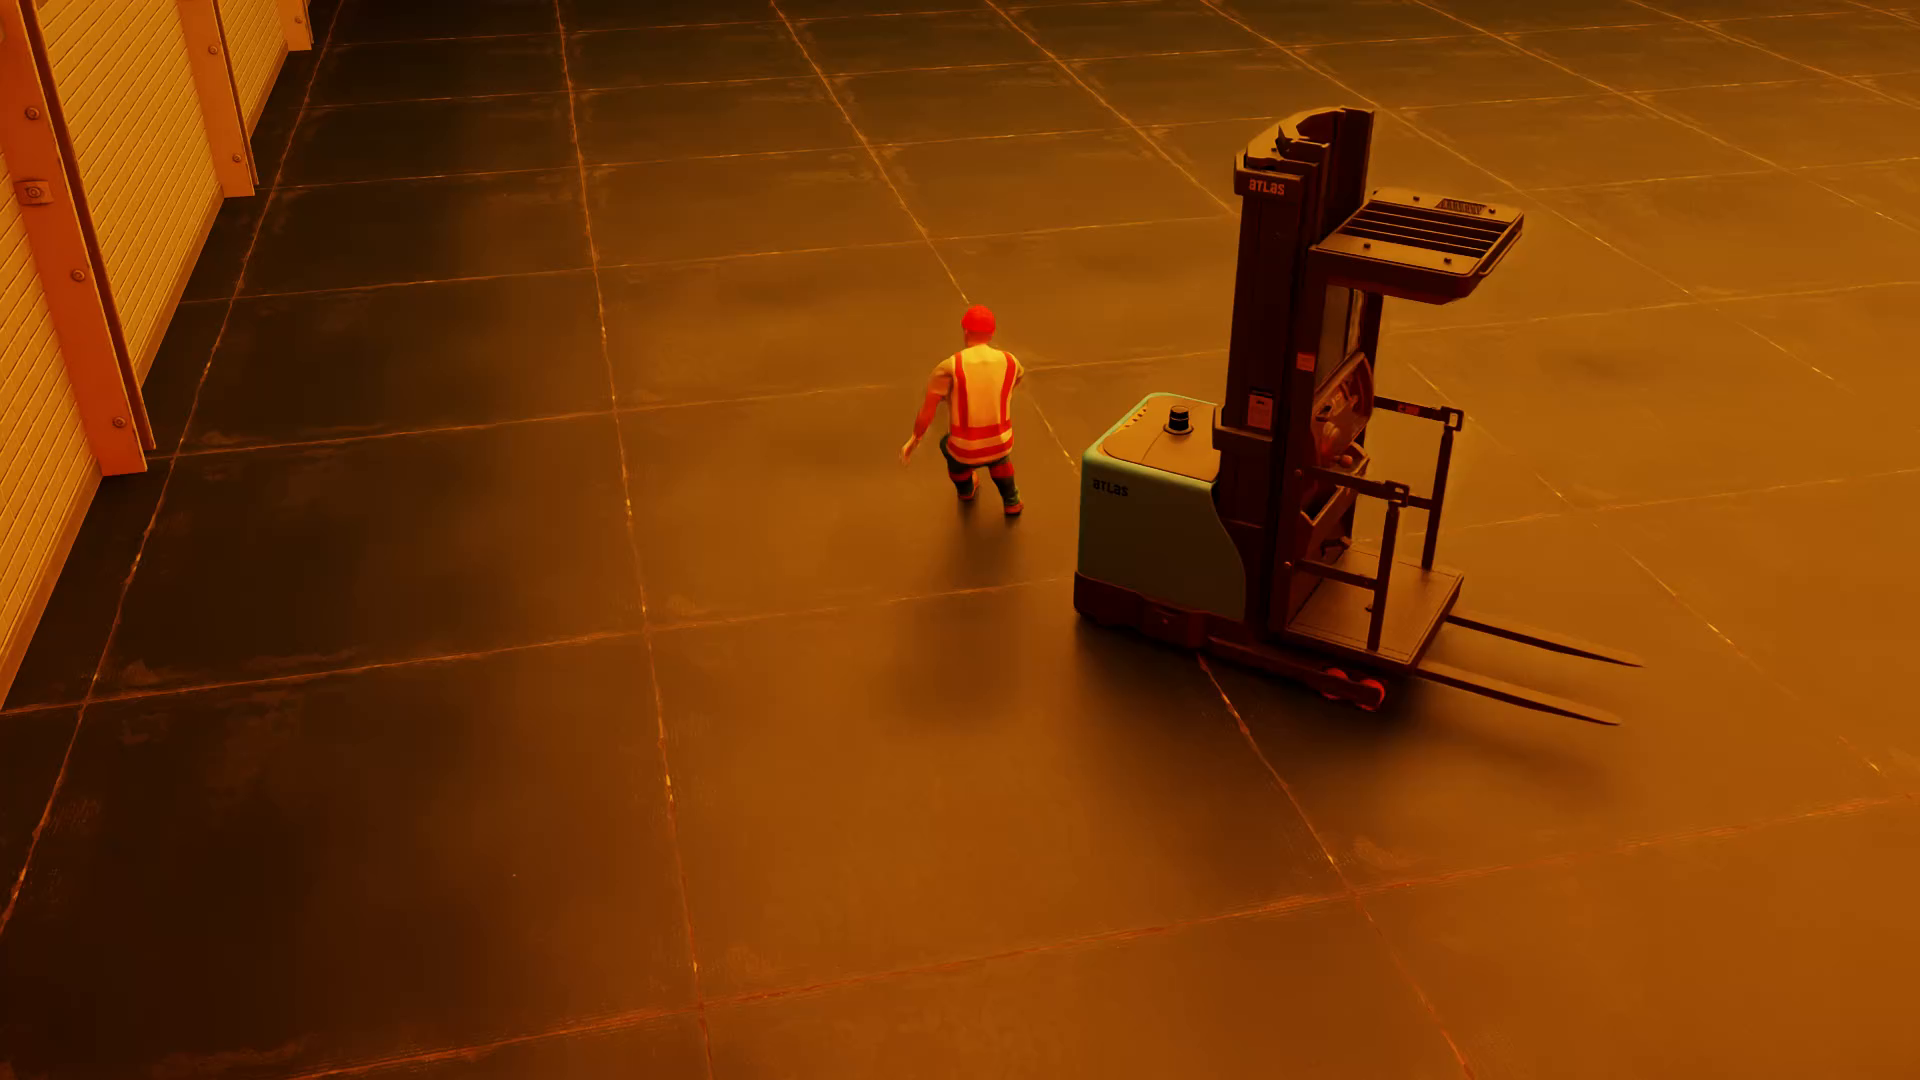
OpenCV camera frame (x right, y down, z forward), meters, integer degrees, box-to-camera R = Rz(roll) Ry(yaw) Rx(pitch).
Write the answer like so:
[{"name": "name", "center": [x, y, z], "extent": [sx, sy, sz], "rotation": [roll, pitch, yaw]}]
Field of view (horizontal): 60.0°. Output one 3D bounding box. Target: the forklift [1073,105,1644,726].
[{"name": "forklift", "center": [2.197, -0.661, 8.716], "extent": [3.031, 2.935, 1.130], "rotation": [16, 34, 26]}]

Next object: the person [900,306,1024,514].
[{"name": "person", "center": [0.001, -0.765, 10.399], "extent": [0.928, 1.534, 0.947], "rotation": [-8, 31, -13]}]
